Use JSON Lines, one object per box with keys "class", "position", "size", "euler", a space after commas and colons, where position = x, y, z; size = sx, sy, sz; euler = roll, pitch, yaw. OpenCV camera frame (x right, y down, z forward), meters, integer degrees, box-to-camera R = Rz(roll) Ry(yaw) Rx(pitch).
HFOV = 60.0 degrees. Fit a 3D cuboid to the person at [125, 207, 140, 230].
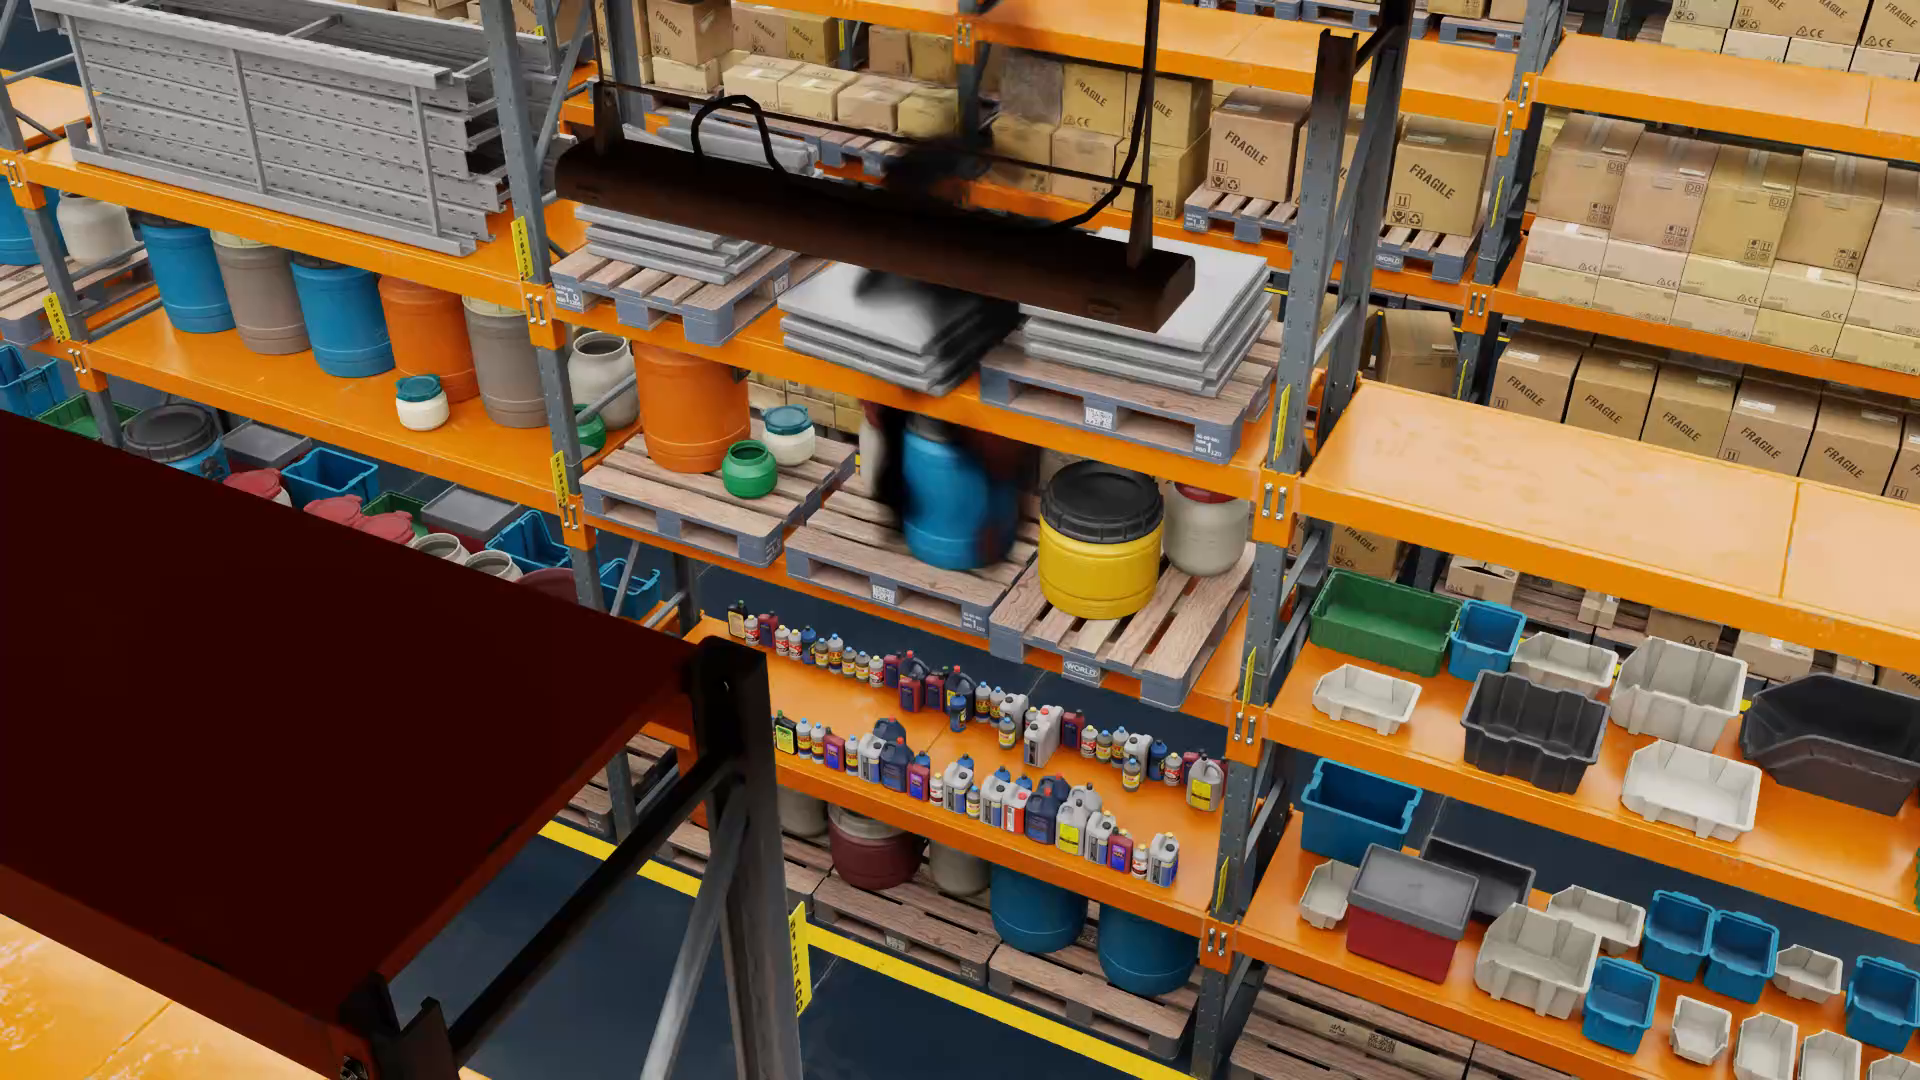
{"class": "person", "position": [-8.778, -3.720, 17.784], "size": [0.525, 1.592, 0.567], "euler": [-20, 40, -26]}
